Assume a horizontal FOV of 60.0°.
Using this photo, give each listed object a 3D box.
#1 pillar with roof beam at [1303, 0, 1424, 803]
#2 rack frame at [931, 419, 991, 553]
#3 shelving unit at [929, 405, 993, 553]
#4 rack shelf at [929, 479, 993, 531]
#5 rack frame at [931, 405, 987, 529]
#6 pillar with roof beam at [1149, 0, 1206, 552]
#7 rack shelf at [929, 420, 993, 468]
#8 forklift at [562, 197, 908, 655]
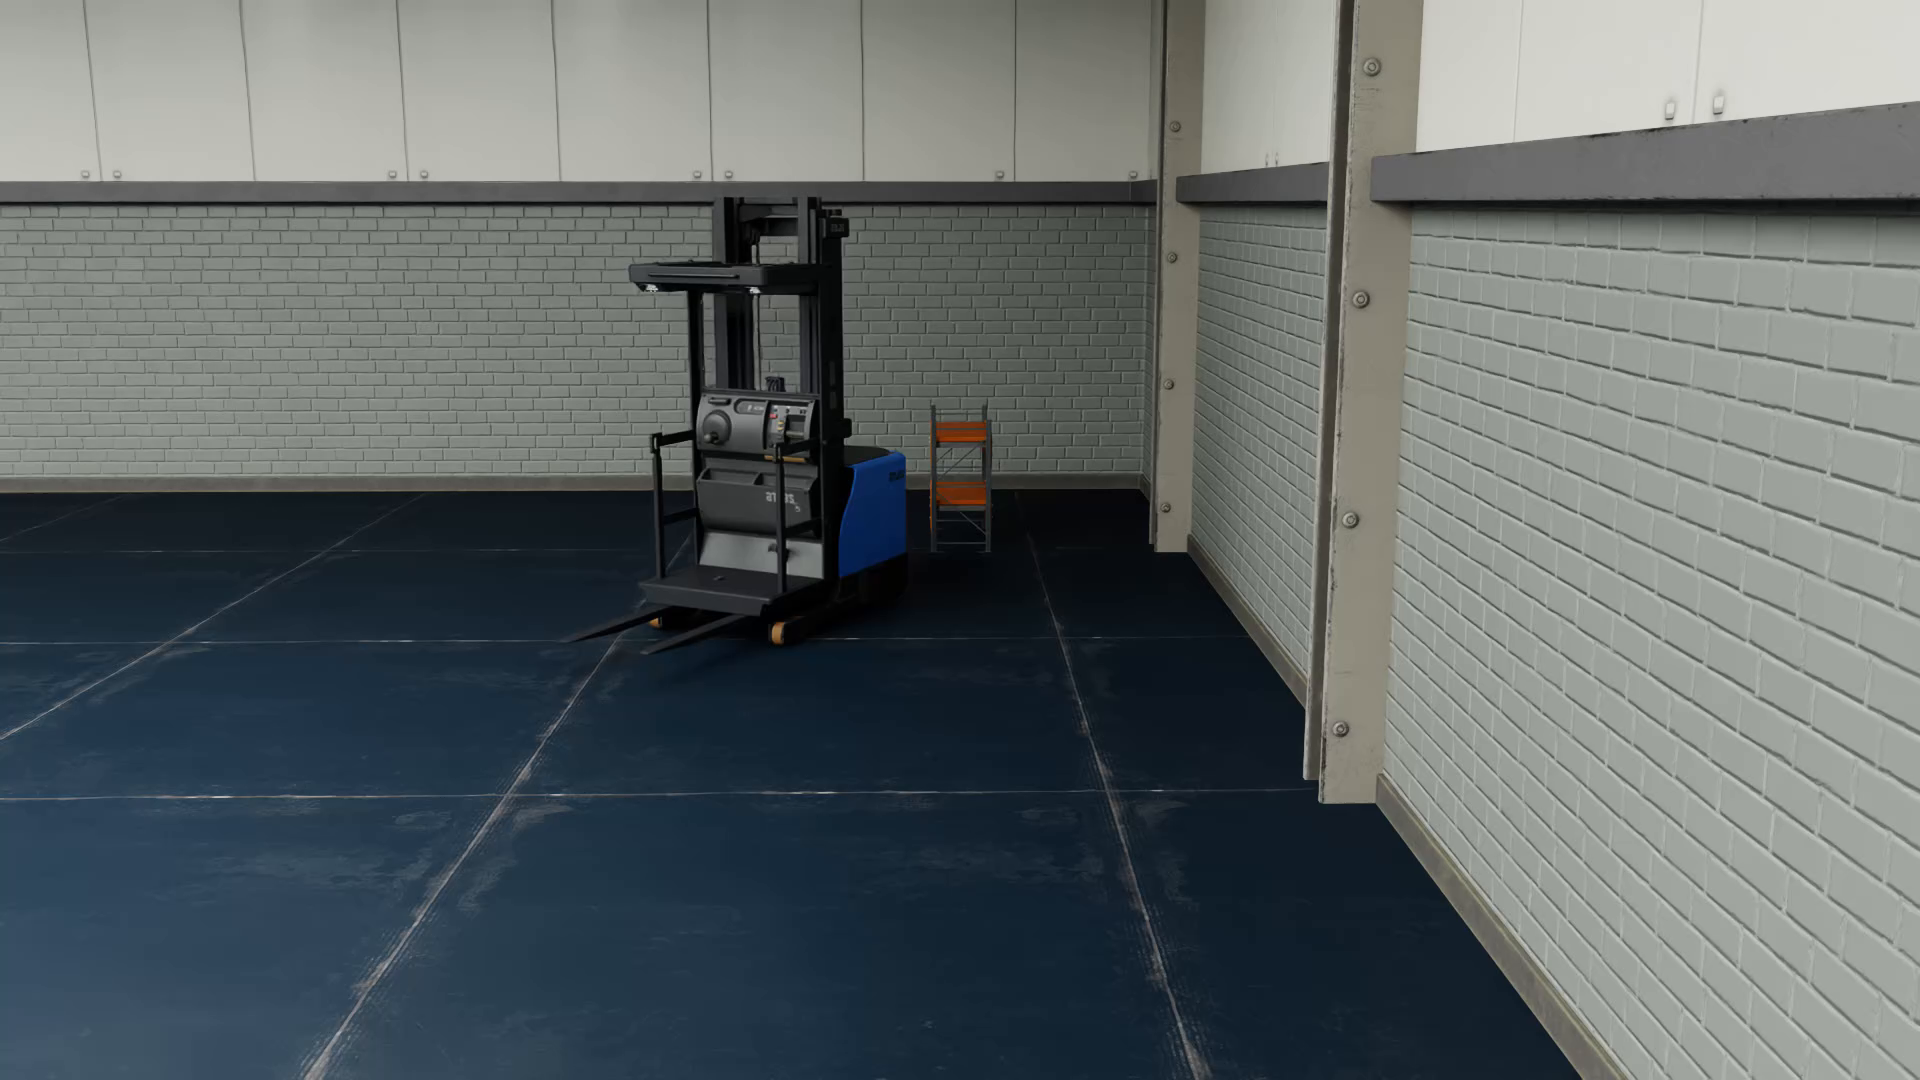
[{"bbox_3d":[-2.381,-3.138,7.391,9.100,9.000,0.400,0,11,-1],"label":"pillar with roof beam"},{"bbox_3d":[0.011,-0.449,13.943,0.500,1.125,0.032,0,11,-1],"label":"rack frame"},{"bbox_3d":[0.000,-0.550,14.441,0.538,1.125,1.048,0,11,-1],"label":"shelving unit"},{"bbox_3d":[0.000,-0.310,14.489,0.538,0.278,1.000,0,11,-1],"label":"rack shelf"},{"bbox_3d":[-0.010,-0.651,14.939,0.500,1.125,0.032,0,11,-1],"label":"rack frame"},{"bbox_3d":[-2.505,-4.330,13.270,9.100,9.000,0.400,0,11,-1],"label":"pillar with roof beam"},{"bbox_3d":[0.000,-0.837,14.382,0.538,0.278,1.000,0,11,-1],"label":"rack shelf"},{"bbox_3d":[-1.503,-0.829,11.273,1.130,2.935,3.031,6,13,26],"label":"forklift"}]
